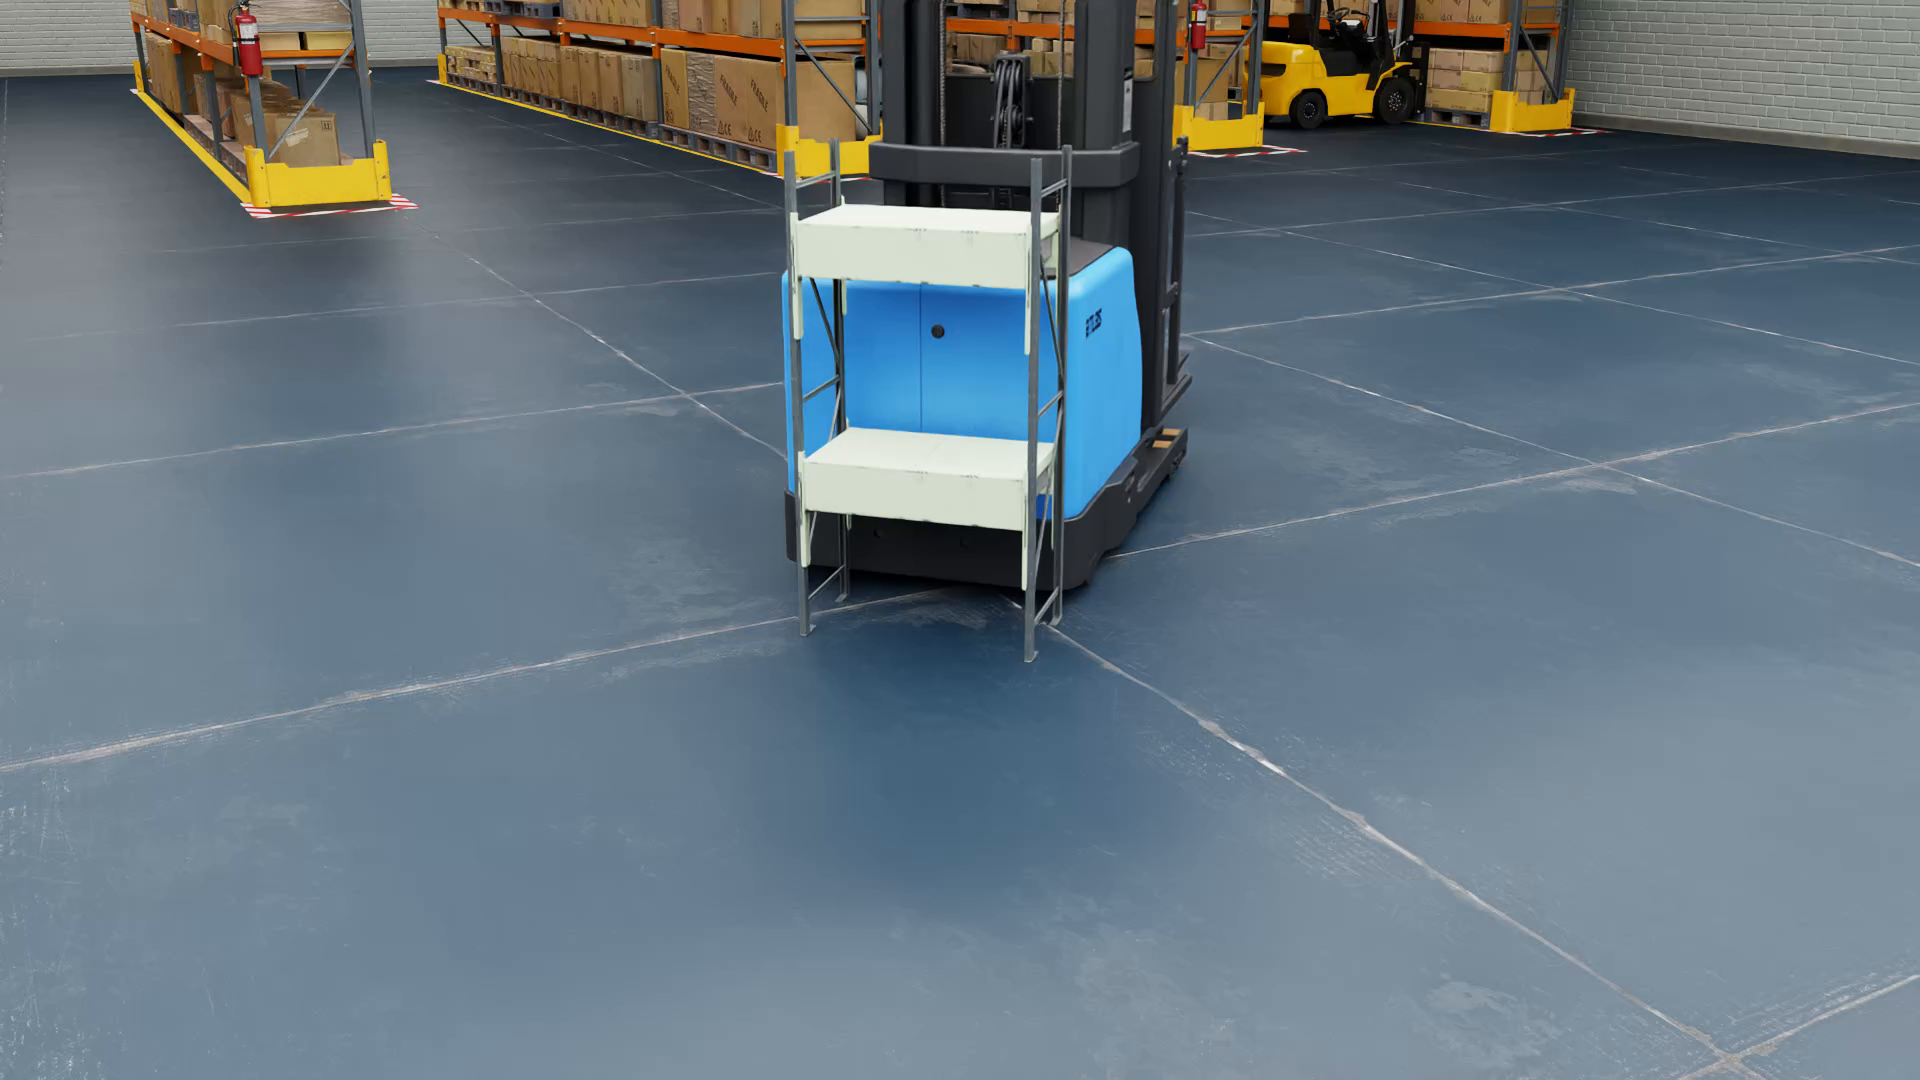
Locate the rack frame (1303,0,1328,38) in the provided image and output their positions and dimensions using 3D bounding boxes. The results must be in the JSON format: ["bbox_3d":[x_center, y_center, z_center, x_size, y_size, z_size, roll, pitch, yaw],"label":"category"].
[{"bbox_3d":[5.485,-7.900,24.427,1.000,3.000,0.127,-10,21,-27],"label":"rack frame"}]

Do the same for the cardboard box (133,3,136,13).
[{"bbox_3d":[-12.933,-8.474,26.474,0.380,0.149,0.250,-10,22,-28],"label":"cardboard box"}]

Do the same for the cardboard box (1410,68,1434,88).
[{"bbox_3d":[6.386,-6.269,22.505,0.500,0.250,0.500,-11,22,-28],"label":"cardboard box"}]

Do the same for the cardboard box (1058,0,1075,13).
[{"bbox_3d":[1.568,-6.862,20.810,0.500,0.500,0.500,-10,21,-27],"label":"cardboard box"}]

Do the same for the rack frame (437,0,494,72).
[{"bbox_3d":[-8.888,-9.779,29.873,1.000,3.000,0.127,-10,21,-27],"label":"rack frame"}]

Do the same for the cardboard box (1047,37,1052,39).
[{"bbox_3d":[1.822,-9.308,30.703,0.380,0.149,0.250,-11,22,-28],"label":"cardboard box"}]

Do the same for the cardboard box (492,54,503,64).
[{"bbox_3d":[-7.387,-7.825,27.024,0.380,0.149,0.250,-9,21,-25],"label":"cardboard box"}]

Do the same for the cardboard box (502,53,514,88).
[{"bbox_3d":[-6.871,-7.395,26.151,0.500,0.500,0.500,-9,21,-25],"label":"cardboard box"}]

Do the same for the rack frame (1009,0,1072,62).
[{"bbox_3d":[1.118,-7.130,22.196,1.000,3.000,0.127,-10,21,-27],"label":"rack frame"}]

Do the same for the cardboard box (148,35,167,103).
[{"bbox_3d":[-10.655,-6.649,23.415,1.225,0.875,0.875,-11,22,-29],"label":"cardboard box"}]

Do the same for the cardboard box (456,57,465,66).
[{"bbox_3d":[-8.565,-8.346,28.991,0.380,0.149,0.250,-9,21,-25],"label":"cardboard box"}]

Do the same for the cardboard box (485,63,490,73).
[{"bbox_3d":[-7.558,-7.739,27.232,0.380,0.149,0.250,-11,22,-29],"label":"cardboard box"}]

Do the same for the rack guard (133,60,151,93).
[{"bbox_3d":[-13.313,-7.865,28.159,1.175,0.500,0.348,-10,21,-27],"label":"rack guard"}]

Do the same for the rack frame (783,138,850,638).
[{"bbox_3d":[-0.438,-0.464,5.177,0.023,1.500,0.400,6,20,16],"label":"rack frame"}]

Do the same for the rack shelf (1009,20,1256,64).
[{"bbox_3d":[2.068,-6.216,20.650,1.077,0.370,4.000,-10,21,-27],"label":"rack shelf"}]

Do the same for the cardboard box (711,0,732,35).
[{"bbox_3d":[-2.230,-5.837,18.219,0.875,0.550,0.500,-10,21,-27],"label":"cardboard box"}]

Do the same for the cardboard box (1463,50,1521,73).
[{"bbox_3d":[6.891,-6.207,21.560,0.500,0.250,0.500,-9,21,-25],"label":"cardboard box"}]

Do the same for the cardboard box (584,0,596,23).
[{"bbox_3d":[-4.631,-7.069,21.865,0.500,0.500,0.500,-10,21,-27],"label":"cardboard box"}]

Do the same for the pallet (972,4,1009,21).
[{"bbox_3d":[0.884,-7.281,22.929,1.003,0.211,1.213,-10,21,-27],"label":"pallet"}]

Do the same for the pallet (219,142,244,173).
[{"bbox_3d":[-7.253,-4.090,17.660,1.003,0.211,1.213,-10,21,-27],"label":"pallet"}]

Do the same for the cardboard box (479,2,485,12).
[{"bbox_3d":[-7.549,-8.615,26.884,0.380,0.149,0.250,-11,22,-28],"label":"cardboard box"}]

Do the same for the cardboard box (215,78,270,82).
[{"bbox_3d":[-8.617,-5.262,19.939,0.700,0.500,0.500,-8,21,-22],"label":"cardboard box"}]

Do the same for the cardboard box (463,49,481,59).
[{"bbox_3d":[-8.296,-8.334,28.498,0.380,0.149,0.250,-10,21,-26],"label":"cardboard box"}]

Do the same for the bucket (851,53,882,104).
[{"bbox_3d":[-1.096,-5.824,21.098,0.726,0.611,0.620,-3,9,-8],"label":"bucket"}]

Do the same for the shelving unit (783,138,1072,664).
[{"bbox_3d":[-0.087,-0.430,5.077,0.755,1.500,0.431,6,20,16],"label":"shelving unit"}]

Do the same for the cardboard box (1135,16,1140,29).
[{"bbox_3d":[2.182,-6.139,19.709,0.380,0.149,0.250,-10,21,-26],"label":"cardboard box"}]

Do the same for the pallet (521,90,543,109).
[{"bbox_3d":[-6.034,-6.739,25.337,1.003,0.211,1.213,-10,21,-27],"label":"pallet"}]

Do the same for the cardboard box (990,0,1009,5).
[{"bbox_3d":[0.631,-7.315,22.473,0.380,0.149,0.250,-10,21,-26],"label":"cardboard box"}]

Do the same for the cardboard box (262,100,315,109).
[{"bbox_3d":[-6.806,-4.162,16.782,0.500,0.500,0.500,-12,22,-31],"label":"cardboard box"}]

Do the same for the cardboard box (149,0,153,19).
[{"bbox_3d":[-11.164,-7.624,23.474,0.500,0.500,0.500,-10,21,-27],"label":"cardboard box"}]

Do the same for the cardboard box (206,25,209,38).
[{"bbox_3d":[-7.515,-5.227,17.066,0.380,0.149,0.250,-10,21,-27],"label":"cardboard box"}]

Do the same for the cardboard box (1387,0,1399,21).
[{"bbox_3d":[6.190,-7.340,22.650,0.500,0.500,0.500,-10,21,-26],"label":"cardboard box"}]

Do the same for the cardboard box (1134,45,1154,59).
[{"bbox_3d":[2.175,-5.826,19.845,0.380,0.149,0.250,-9,21,-25],"label":"cardboard box"}]

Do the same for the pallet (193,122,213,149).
[{"bbox_3d":[-8.557,-4.851,19.866,1.003,0.211,1.213,-10,21,-27],"label":"pallet"}]

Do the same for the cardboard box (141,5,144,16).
[{"bbox_3d":[-12.079,-7.957,24.978,0.380,0.149,0.250,-10,22,-28],"label":"cardboard box"}]

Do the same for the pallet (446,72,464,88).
[{"bbox_3d":[-8.497,-8.201,29.573,1.003,0.211,1.213,-10,21,-27],"label":"pallet"}]

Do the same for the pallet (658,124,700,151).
[{"bbox_3d":[-2.898,-4.786,19.677,1.003,0.211,1.213,-10,21,-27],"label":"pallet"}]

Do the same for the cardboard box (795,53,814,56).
[{"bbox_3d":[-2.316,-8.455,28.650,0.875,0.875,0.875,-9,21,-25],"label":"cardboard box"}]

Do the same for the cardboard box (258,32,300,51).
[{"bbox_3d":[-6.020,-4.378,14.606,0.380,0.149,0.250,-10,21,-27],"label":"cardboard box"}]

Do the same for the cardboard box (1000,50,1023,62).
[{"bbox_3d":[0.994,-9.320,32.089,0.396,0.266,0.258,-9,21,-25],"label":"cardboard box"}]

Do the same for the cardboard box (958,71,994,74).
[{"bbox_3d":[0.523,-6.443,23.588,0.950,0.372,0.625,-9,21,-23],"label":"cardboard box"}]

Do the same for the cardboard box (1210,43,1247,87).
[{"bbox_3d":[4.507,-7.564,26.449,0.875,0.625,0.625,-11,22,-29],"label":"cardboard box"}]

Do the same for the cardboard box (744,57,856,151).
[{"bbox_3d":[-1.671,-4.565,17.375,0.875,0.875,0.875,-10,21,-26],"label":"cardboard box"}]

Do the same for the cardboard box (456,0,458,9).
[{"bbox_3d":[-8.541,-9.311,28.902,0.380,0.149,0.250,-9,21,-24],"label":"cardboard box"}]

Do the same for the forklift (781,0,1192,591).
[{"bbox_3d":[0.332,-1.664,6.460,1.130,2.935,3.031,6,20,17],"label":"forklift"}]

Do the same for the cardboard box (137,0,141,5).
[{"bbox_3d":[-12.333,-8.342,25.483,0.500,0.250,0.500,-10,21,-26],"label":"cardboard box"}]

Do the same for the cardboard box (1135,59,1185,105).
[{"bbox_3d":[2.408,-5.425,19.676,0.500,0.500,0.500,-10,21,-26],"label":"cardboard box"}]

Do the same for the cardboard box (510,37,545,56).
[{"bbox_3d":[-6.615,-7.597,25.587,0.500,0.250,0.500,-9,21,-25],"label":"cardboard box"}]

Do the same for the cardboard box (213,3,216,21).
[{"bbox_3d":[-6.911,-5.367,16.478,0.875,0.500,0.500,-10,21,-27],"label":"cardboard box"}]
